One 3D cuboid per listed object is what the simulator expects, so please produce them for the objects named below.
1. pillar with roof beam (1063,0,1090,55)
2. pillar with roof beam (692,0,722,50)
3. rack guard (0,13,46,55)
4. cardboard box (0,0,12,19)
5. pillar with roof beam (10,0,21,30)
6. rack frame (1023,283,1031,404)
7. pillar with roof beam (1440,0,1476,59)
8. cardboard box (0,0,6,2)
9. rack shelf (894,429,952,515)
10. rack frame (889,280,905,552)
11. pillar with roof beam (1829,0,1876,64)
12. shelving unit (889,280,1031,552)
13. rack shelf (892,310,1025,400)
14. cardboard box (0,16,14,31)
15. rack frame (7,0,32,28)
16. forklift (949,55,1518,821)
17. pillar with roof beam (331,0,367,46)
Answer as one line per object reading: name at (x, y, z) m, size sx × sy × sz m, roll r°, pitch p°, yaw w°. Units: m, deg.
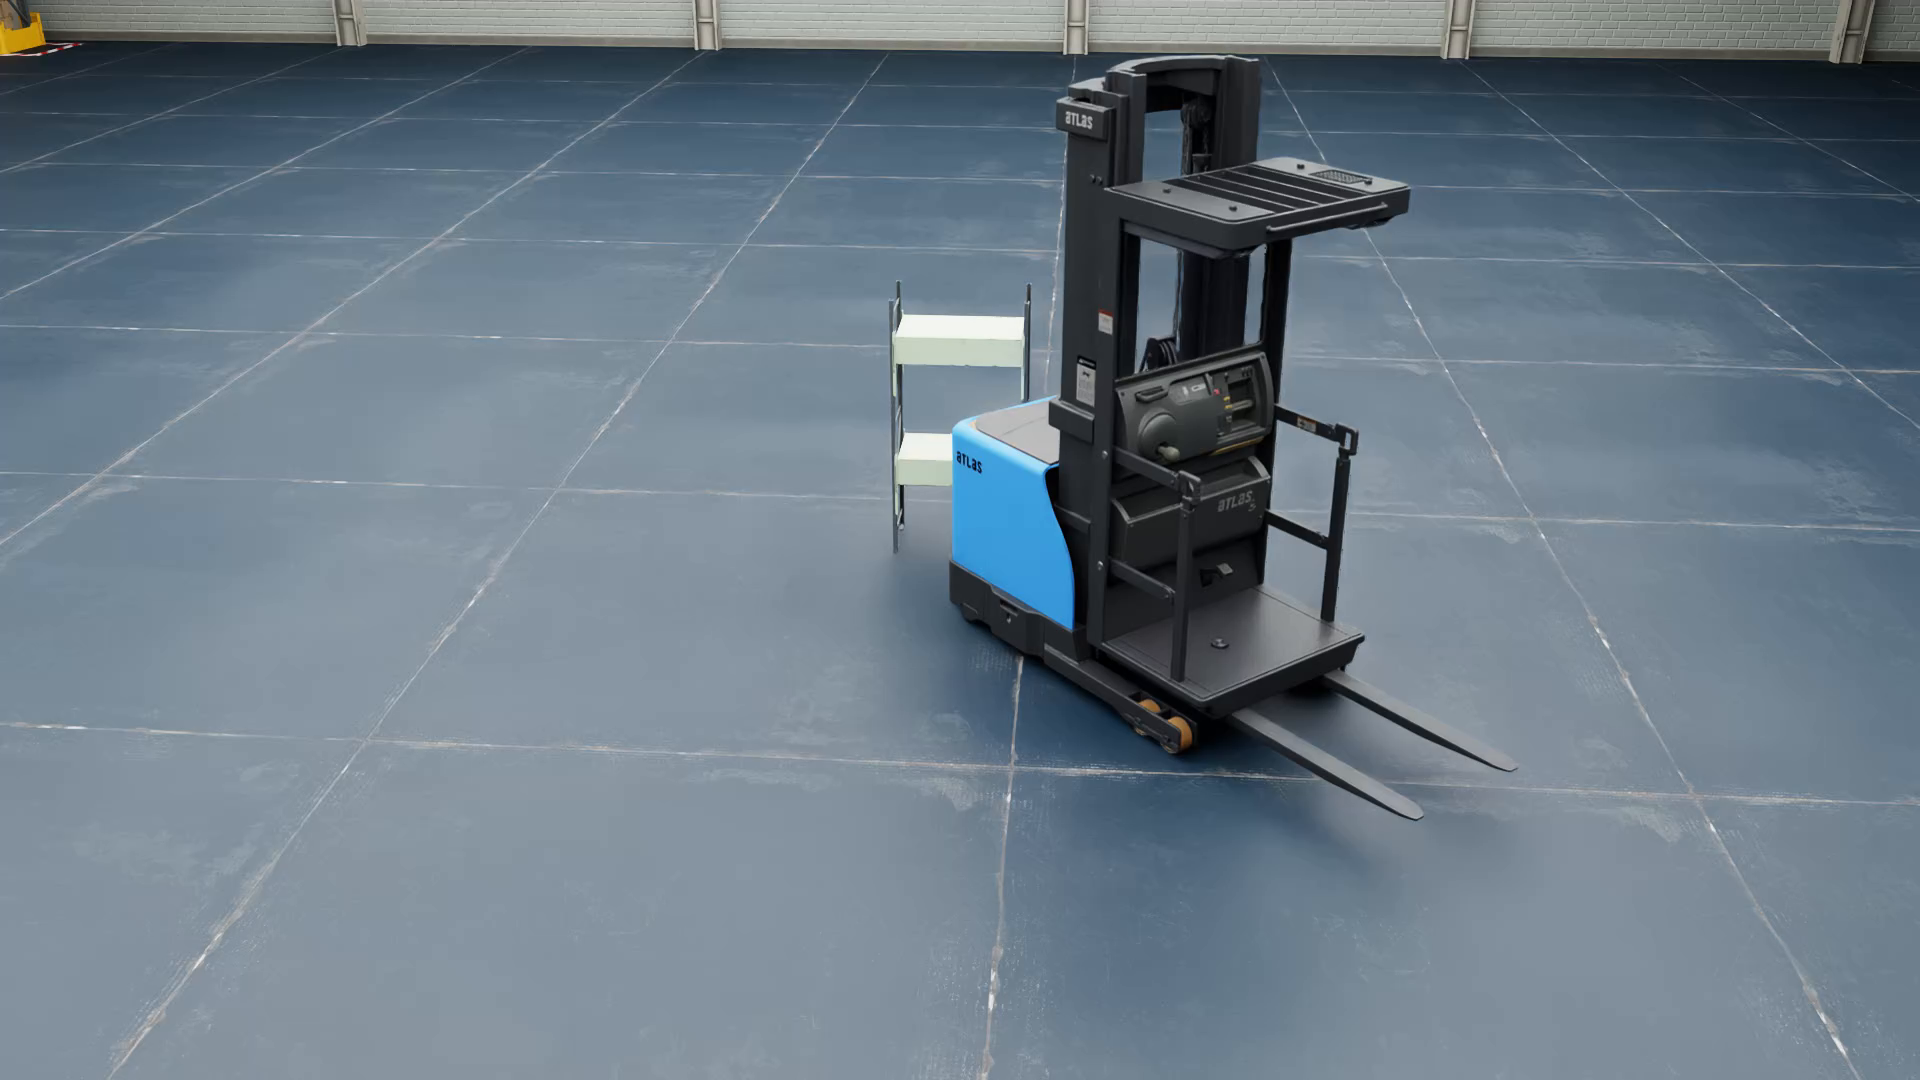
pillar with roof beam at (1.536, -10.151, 21.046) m, size 0.400 × 9.000 × 9.100 m, roll 2°, pitch 25°, yaw 4°
pillar with roof beam at (-4.447, -10.343, 21.463) m, size 0.400 × 9.000 × 9.100 m, roll 2°, pitch 25°, yaw 4°
rack guard at (-15.433, -8.262, 27.107) m, size 0.348 × 0.500 × 1.175 m, roll 2°, pitch 25°, yaw 4°
cardboard box at (-15.910, -8.669, 27.190) m, size 0.500 × 0.250 × 0.500 m, roll 2°, pitch 25°, yaw 5°
pillar with roof beam at (-16.412, -10.727, 22.298) m, size 0.400 × 9.000 × 9.100 m, roll 2°, pitch 25°, yaw 4°
rack frame at (0.372, -0.669, 9.411) m, size 0.023 × 1.500 × 0.400 m, roll 2°, pitch 25°, yaw 4°
pillar with roof beam at (7.518, -9.959, 20.629) m, size 0.400 × 9.000 × 9.100 m, roll 2°, pitch 25°, yaw 4°
cardboard box at (-15.922, -8.888, 27.069) m, size 0.500 × 0.250 × 0.500 m, roll 1°, pitch 25°, yaw 3°
rack shelf at (0.007, -0.385, 9.572) m, size 0.720 × 0.370 × 0.431 m, roll 2°, pitch 25°, yaw 4°
rack frame at (-0.358, -0.693, 9.461) m, size 0.023 × 1.500 × 0.400 m, roll 2°, pitch 25°, yaw 4°
pillar with roof beam at (13.500, -9.767, 20.212) m, size 0.400 × 9.000 × 9.100 m, roll 2°, pitch 25°, yaw 4°
shelving unit at (0.007, -0.681, 9.436) m, size 0.755 × 1.500 × 0.431 m, roll 2°, pitch 25°, yaw 4°
rack shelf at (0.007, -1.036, 9.273) m, size 0.720 × 0.370 × 0.431 m, roll 2°, pitch 25°, yaw 4°
cardboard box at (-15.932, -8.437, 27.285) m, size 0.500 × 0.250 × 0.500 m, roll 2°, pitch 25°, yaw 4°
rack frame at (-15.457, -9.398, 26.586) m, size 0.127 × 3.000 × 1.000 m, roll 2°, pitch 25°, yaw 4°
forklift at (1.221, -0.585, 7.514) m, size 1.130 × 2.935 × 3.031 m, roll -17°, pitch 30°, yaw -33°
pillar with roof beam at (-10.429, -10.535, 21.881) m, size 0.400 × 9.000 × 9.100 m, roll 2°, pitch 25°, yaw 4°
